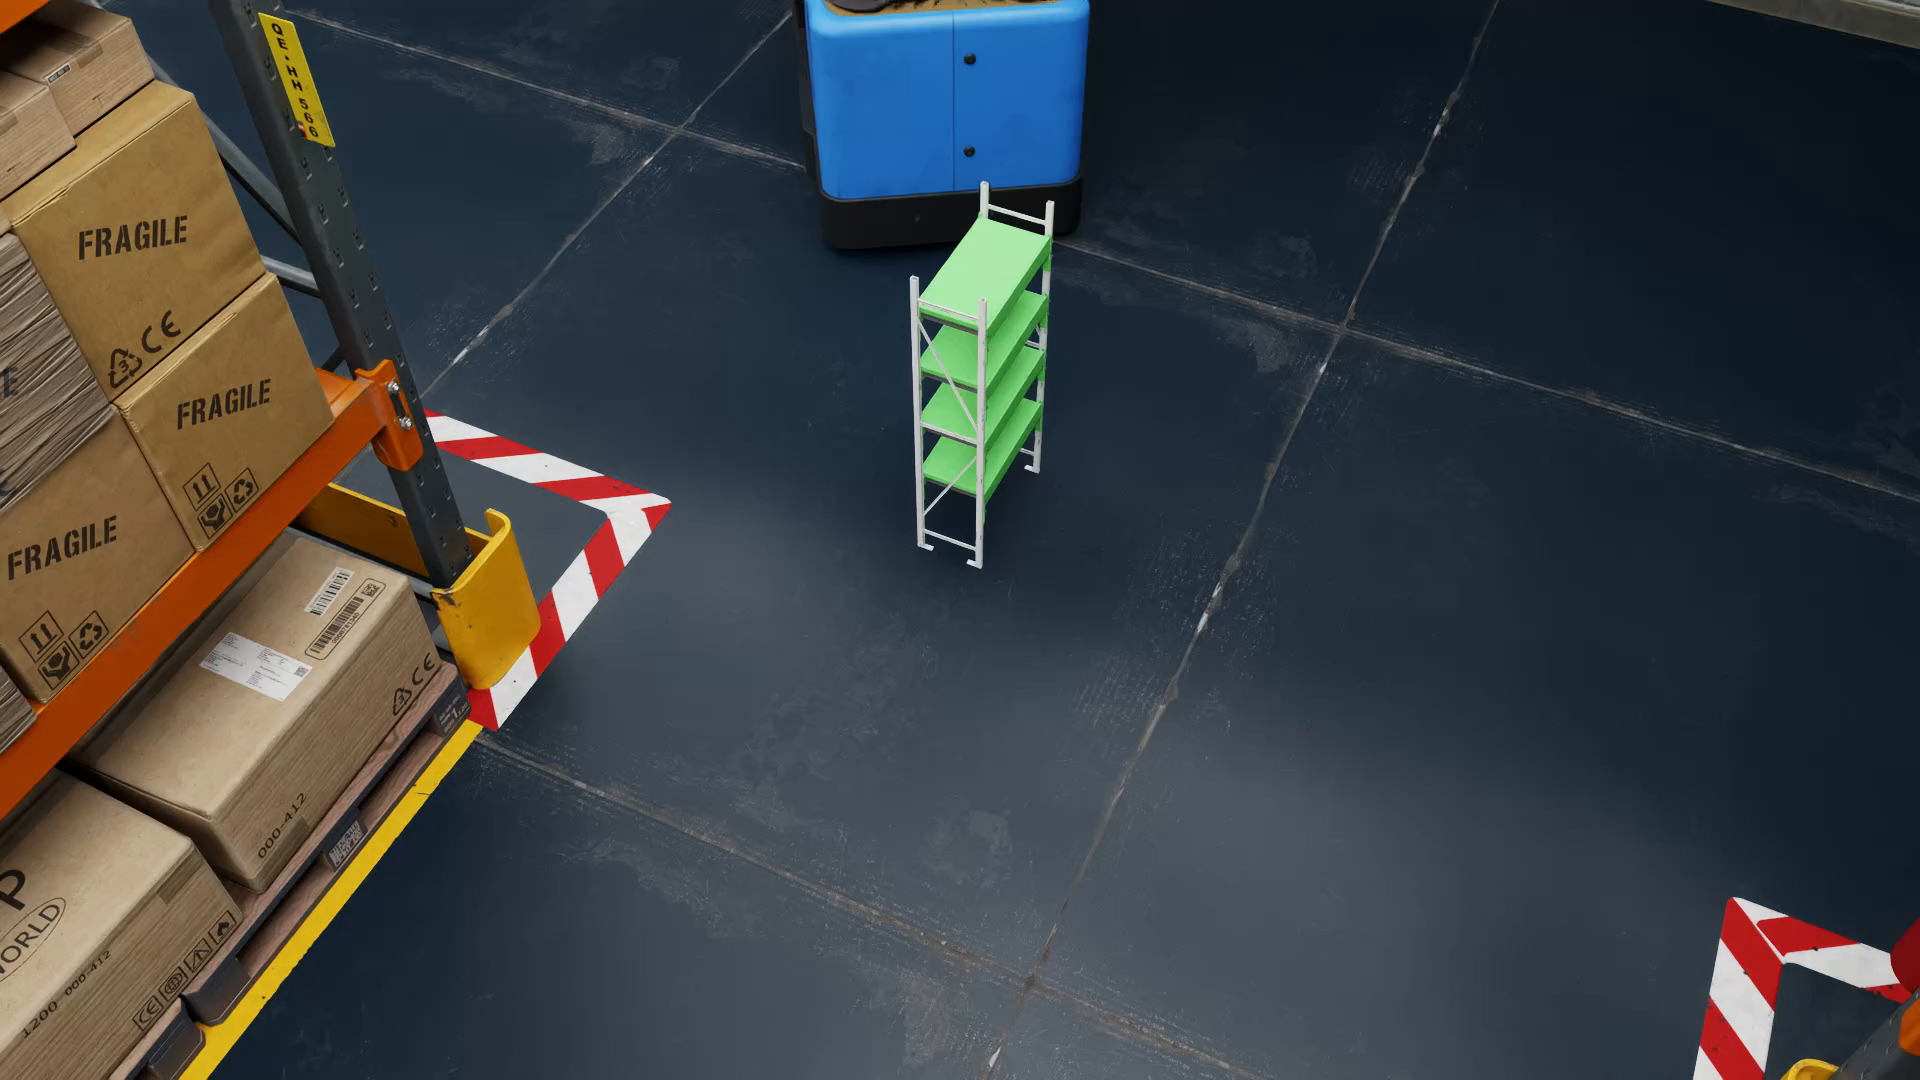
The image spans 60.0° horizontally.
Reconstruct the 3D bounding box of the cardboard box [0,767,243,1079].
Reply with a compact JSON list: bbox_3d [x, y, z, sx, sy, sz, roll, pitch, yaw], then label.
[{"bbox_3d":[-2.552,1.049,4.294,0.875,0.438,0.875,21,53,17],"label":"cardboard box"}]

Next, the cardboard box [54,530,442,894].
[{"bbox_3d":[-2.169,0.416,4.833,0.875,0.438,0.875,18,52,15],"label":"cardboard box"}]

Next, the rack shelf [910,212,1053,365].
[{"bbox_3d":[0.071,-0.772,5.073,0.258,0.148,0.480,20,52,16],"label":"rack shelf"}]

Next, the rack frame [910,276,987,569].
[{"bbox_3d":[-0.034,-0.335,5.247,0.240,1.200,0.015,20,52,16],"label":"rack frame"}]

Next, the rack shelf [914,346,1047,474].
[{"bbox_3d":[0.071,-0.461,5.439,0.258,0.148,0.480,20,52,16],"label":"rack shelf"}]

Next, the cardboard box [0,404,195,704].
[{"bbox_3d":[-2.172,-0.039,3.748,0.500,0.500,0.500,19,52,15],"label":"cardboard box"}]

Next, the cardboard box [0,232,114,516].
[{"bbox_3d":[-2.165,-0.343,3.350,0.500,0.500,0.500,20,52,16],"label":"cardboard box"}]

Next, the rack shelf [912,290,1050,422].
[{"bbox_3d":[0.071,-0.617,5.256,0.258,0.148,0.480,20,52,16],"label":"rack shelf"}]

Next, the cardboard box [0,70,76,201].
[{"bbox_3d":[-2.036,-0.837,3.345,0.380,0.149,0.250,21,53,17],"label":"cardboard box"}]

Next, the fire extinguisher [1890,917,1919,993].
[{"bbox_3d":[2.157,0.742,3.445,0.296,0.674,0.183,20,52,16],"label":"fire extinguisher"}]

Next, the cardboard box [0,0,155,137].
[{"bbox_3d":[-1.949,-1.020,3.500,0.380,0.149,0.250,20,53,17],"label":"cardboard box"}]

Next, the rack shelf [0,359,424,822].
[{"bbox_3d":[-2.832,0.845,3.534,1.077,0.370,4.000,20,52,16],"label":"rack shelf"}]

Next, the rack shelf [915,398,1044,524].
[{"bbox_3d":[0.071,-0.306,5.621,0.258,0.148,0.480,20,52,16],"label":"rack shelf"}]

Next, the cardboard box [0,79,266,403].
[{"bbox_3d":[-1.968,-0.712,3.664,0.500,0.500,0.500,21,53,17],"label":"cardboard box"}]

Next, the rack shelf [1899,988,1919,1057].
[{"bbox_3d":[1.658,2.458,2.162,1.077,0.370,4.000,20,52,16],"label":"rack shelf"}]

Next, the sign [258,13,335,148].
[{"bbox_3d":[-1.492,-1.031,3.742,0.100,0.325,0.005,20,52,16],"label":"sign"}]

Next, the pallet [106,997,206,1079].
[{"bbox_3d":[-2.770,1.552,4.291,1.003,0.211,1.213,20,52,16],"label":"pallet"}]

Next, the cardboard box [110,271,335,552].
[{"bbox_3d":[-1.944,-0.379,4.038,0.500,0.500,0.500,20,53,16],"label":"cardboard box"}]

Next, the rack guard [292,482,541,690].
[{"bbox_3d":[-1.967,0.028,5.398,1.175,0.500,0.348,20,52,16],"label":"rack guard"}]

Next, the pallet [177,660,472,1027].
[{"bbox_3d":[-2.248,0.715,5.003,1.003,0.211,1.213,20,52,16],"label":"pallet"}]

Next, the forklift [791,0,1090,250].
[{"bbox_3d":[-0.200,-3.246,6.587,1.130,2.935,3.031,-5,50,-4],"label":"forklift"}]

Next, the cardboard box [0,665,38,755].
[{"bbox_3d":[-2.383,0.319,3.444,0.500,0.500,0.500,21,53,17],"label":"cardboard box"}]

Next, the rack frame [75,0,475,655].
[{"bbox_3d":[-1.977,-0.765,4.432,1.000,3.000,0.127,20,52,16],"label":"rack frame"}]

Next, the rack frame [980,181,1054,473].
[{"bbox_3d":[0.175,-0.671,5.533,0.240,1.200,0.015,20,52,16],"label":"rack frame"}]

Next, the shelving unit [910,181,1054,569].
[{"bbox_3d":[0.071,-0.503,5.390,0.258,1.200,0.503,20,52,16],"label":"shelving unit"}]

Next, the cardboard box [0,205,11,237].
[{"bbox_3d":[-2.070,-0.632,3.170,0.380,0.149,0.250,19,52,16],"label":"cardboard box"}]

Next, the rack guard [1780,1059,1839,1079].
[{"bbox_3d":[2.480,1.710,3.967,1.175,0.500,0.348,20,52,16],"label":"rack guard"}]
